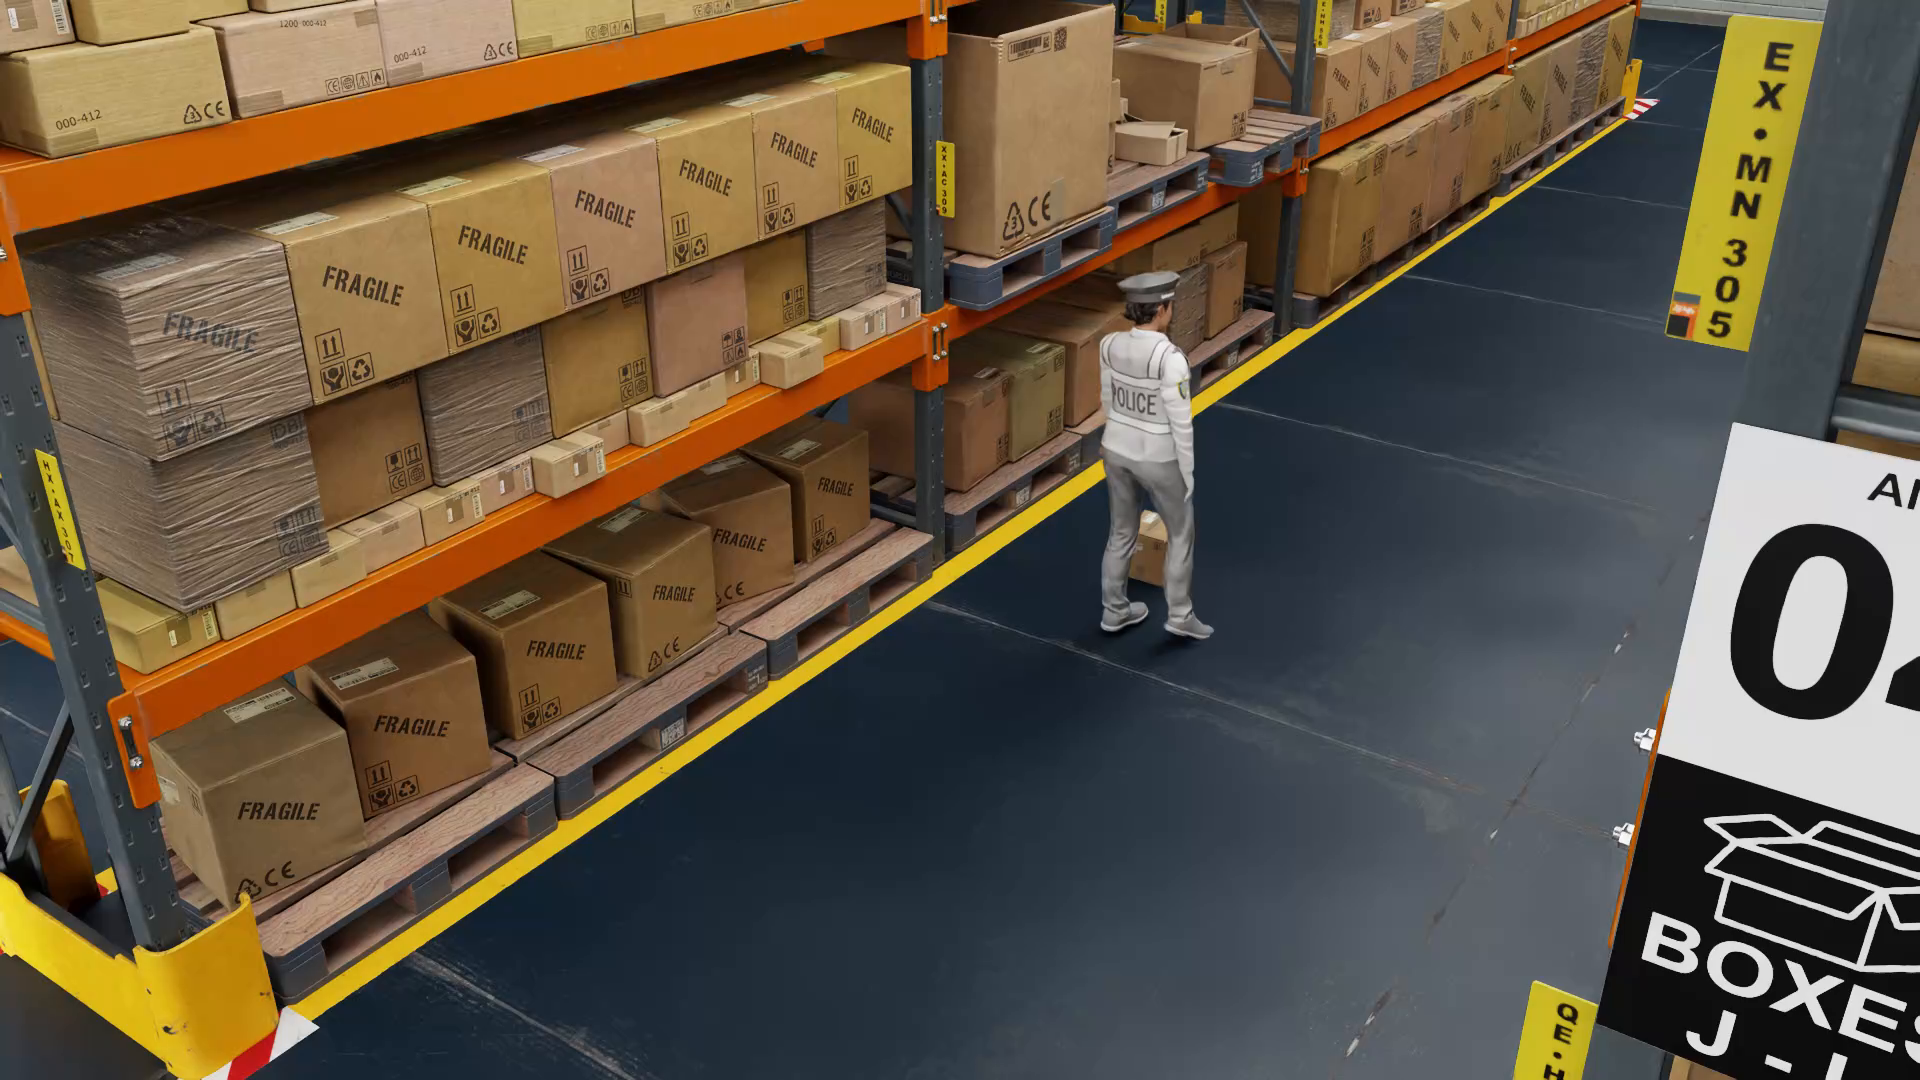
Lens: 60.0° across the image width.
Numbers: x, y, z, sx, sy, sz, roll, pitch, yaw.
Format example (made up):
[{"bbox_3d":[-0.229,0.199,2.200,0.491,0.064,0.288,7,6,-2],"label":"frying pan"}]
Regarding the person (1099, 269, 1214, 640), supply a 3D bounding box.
[{"bbox_3d":[0.851,-0.332,7.280,0.547,1.722,0.409,23,35,37],"label":"person"}]
